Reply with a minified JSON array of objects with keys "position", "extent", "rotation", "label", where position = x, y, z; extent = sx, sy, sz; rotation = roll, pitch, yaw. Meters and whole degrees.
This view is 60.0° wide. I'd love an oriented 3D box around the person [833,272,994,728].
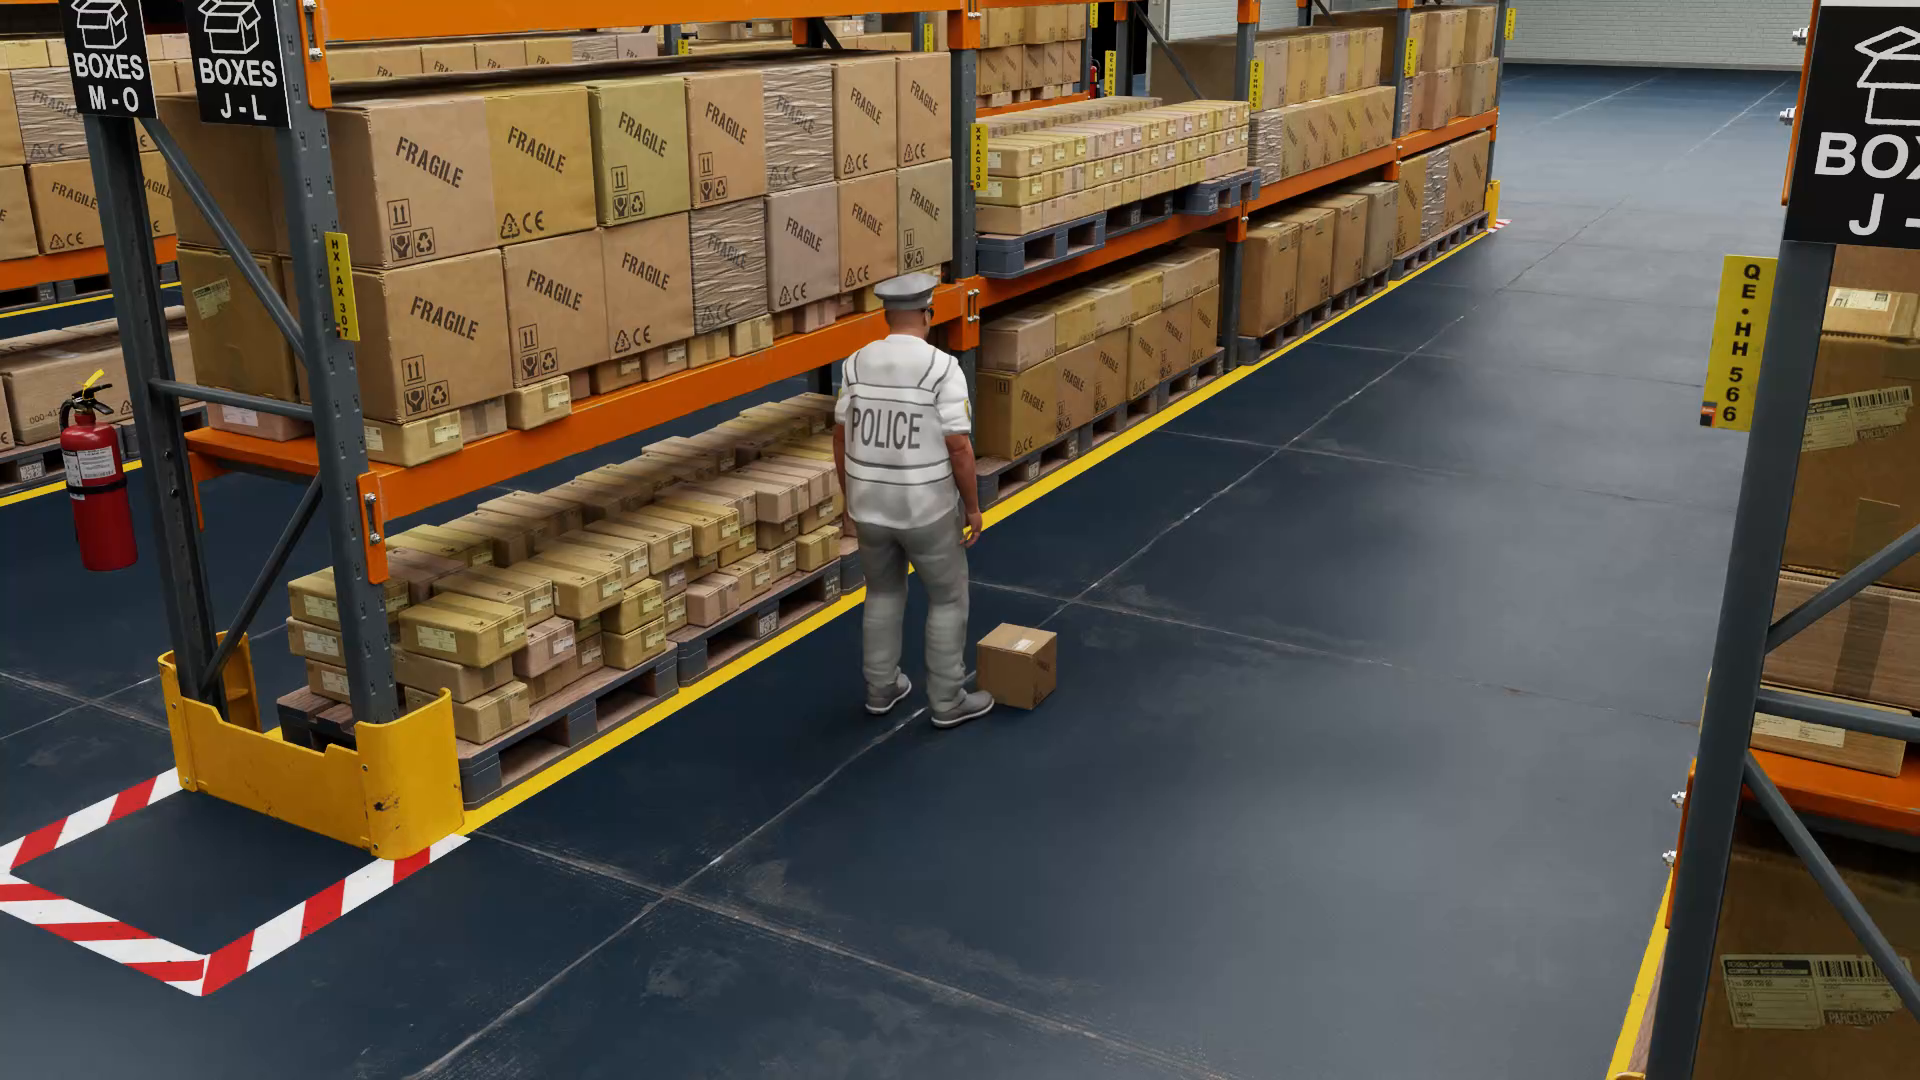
[{"position":[-0.201,-0.133,6.436],"extent":[0.607,1.747,0.439],"rotation":[9,21,23],"label":"person"}]
